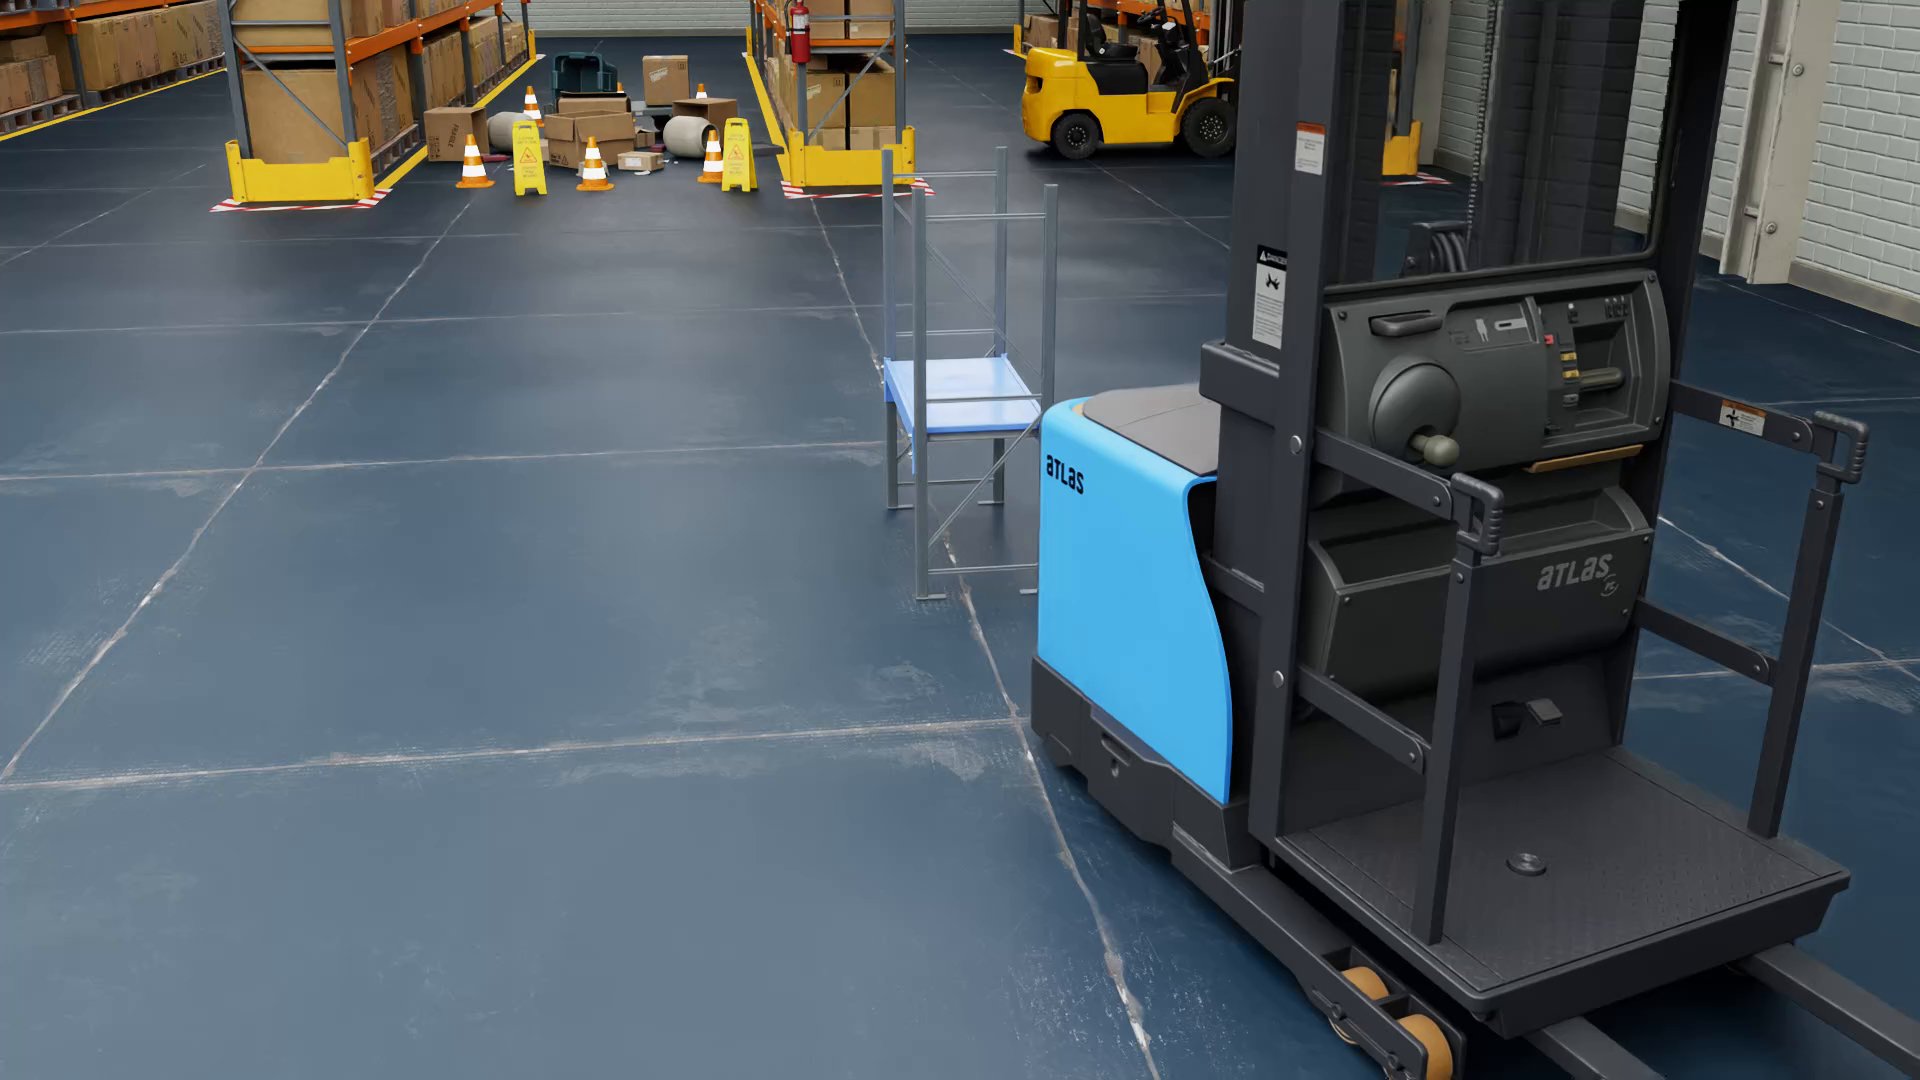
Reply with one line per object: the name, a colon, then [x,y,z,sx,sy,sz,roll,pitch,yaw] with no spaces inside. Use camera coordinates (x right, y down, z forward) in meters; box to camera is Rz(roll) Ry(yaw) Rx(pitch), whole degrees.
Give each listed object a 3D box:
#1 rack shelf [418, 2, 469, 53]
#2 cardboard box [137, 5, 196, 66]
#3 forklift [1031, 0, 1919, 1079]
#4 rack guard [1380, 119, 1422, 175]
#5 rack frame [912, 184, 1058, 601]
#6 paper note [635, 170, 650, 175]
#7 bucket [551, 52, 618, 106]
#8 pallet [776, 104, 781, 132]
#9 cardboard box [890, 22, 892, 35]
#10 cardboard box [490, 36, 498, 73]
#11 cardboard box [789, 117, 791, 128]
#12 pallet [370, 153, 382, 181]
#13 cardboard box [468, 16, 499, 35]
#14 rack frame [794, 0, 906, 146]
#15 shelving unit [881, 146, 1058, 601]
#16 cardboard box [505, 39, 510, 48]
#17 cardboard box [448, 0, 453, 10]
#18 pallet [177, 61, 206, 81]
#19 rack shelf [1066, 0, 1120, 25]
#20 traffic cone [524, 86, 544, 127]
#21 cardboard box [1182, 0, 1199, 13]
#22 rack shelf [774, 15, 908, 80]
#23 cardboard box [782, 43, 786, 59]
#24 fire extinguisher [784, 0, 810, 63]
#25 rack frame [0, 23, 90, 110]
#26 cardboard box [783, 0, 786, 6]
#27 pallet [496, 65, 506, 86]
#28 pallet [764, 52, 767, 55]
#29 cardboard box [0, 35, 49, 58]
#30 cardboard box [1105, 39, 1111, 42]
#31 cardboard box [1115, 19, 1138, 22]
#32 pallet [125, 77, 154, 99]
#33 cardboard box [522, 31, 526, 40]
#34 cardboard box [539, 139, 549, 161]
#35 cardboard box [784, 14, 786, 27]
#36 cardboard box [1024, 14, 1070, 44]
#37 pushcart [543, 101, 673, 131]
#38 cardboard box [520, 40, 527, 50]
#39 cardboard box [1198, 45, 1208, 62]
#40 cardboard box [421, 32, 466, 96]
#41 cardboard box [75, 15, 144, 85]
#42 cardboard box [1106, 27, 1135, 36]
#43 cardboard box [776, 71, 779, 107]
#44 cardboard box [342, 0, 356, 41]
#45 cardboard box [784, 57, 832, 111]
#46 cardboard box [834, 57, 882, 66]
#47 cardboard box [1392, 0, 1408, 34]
rack shelf: [-6.760,-6.235,20.151,1.077,0.370,4.000,-3,21,-8]
cardboard box: [-12.563,-7.868,25.932,0.875,0.875,0.875,-3,21,-8]
forklift: [1.302,-0.364,3.502,1.130,2.935,3.031,-9,22,-24]
rack guard: [3.904,-3.852,16.314,1.175,0.500,0.348,-3,21,-8]
rack frame: [0.086,-0.497,5.903,0.500,1.500,0.032,-3,21,-8]
paper note: [-3.117,-3.615,16.352,0.148,0.019,0.142,-11,23,-26]
bucket: [-4.170,-5.127,18.663,0.726,0.611,0.620,4,11,11]
pallet: [-1.701,-5.127,20.143,1.003,0.211,1.213,-3,21,-8]
cardboard box: [-0.864,-4.972,16.101,0.380,0.149,0.250,-4,21,-9]
cardboard box: [-7.195,-7.254,24.823,0.500,0.500,0.500,-3,21,-9]
cardboard box: [-1.461,-4.134,16.827,0.500,0.250,0.500,-3,21,-8]
pallet: [-6.088,-3.461,15.682,1.003,0.211,1.213,-3,21,-8]
cardboard box: [-7.267,-7.781,25.163,0.500,0.250,0.500,-3,21,-9]
rack frame: [-1.011,-4.779,15.225,1.000,3.000,0.127,-3,21,-8]
shelving unit: [0.012,-0.673,6.375,0.538,1.500,1.048,-3,21,-8]
cardboard box: [-7.609,-8.147,27.292,0.380,0.149,0.250,-2,21,-5]
cardboard box: [-6.575,-6.823,20.554,0.500,0.500,0.500,-3,21,-9]
pallet: [-12.580,-7.395,26.214,1.003,0.211,1.213,-3,21,-8]
rack shelf: [2.459,-8.156,25.295,1.077,0.370,4.000,-3,21,-8]
traffic cone: [-5.171,-5.232,20.062,0.336,0.463,0.334,-3,21,-8]
cardboard box: [2.992,-6.507,20.065,0.500,0.250,0.500,-2,21,-7]
rack shelf: [-1.299,-5.135,17.205,1.077,0.370,4.000,-3,21,-8]
cardboard box: [-1.694,-5.193,17.663,0.380,0.149,0.250,-2,21,-5]
fire extinguisher: [-1.451,-4.680,15.070,0.296,0.674,0.183,-3,21,-8]
rack frame: [-11.971,-7.049,21.303,1.000,3.000,0.127,-3,21,-8]
cardboard box: [-1.498,-5.486,16.551,0.500,0.500,0.500,-3,21,-8]
pallet: [-7.511,-7.074,25.353,1.003,0.211,1.213,-3,21,-8]
pallet: [-2.952,-8.318,28.686,1.003,0.211,1.213,-3,21,-8]
cardboard box: [-11.845,-6.205,20.915,0.500,0.250,0.500,-2,21,-6]
cardboard box: [2.411,-7.136,24.507,0.500,0.500,0.500,-3,21,-9]
cardboard box: [2.659,-8.141,26.270,0.380,0.149,0.250,-4,21,-10]
pallet: [-12.182,-6.441,23.660,1.003,0.211,1.213,-3,21,-8]
cardboard box: [-7.843,-8.867,29.218,0.380,0.149,0.250,-3,21,-9]
cardboard box: [-4.401,-4.096,17.305,0.396,0.266,0.258,1,20,2]
cardboard box: [-1.621,-5.392,17.225,0.380,0.149,0.250,-3,21,-8]
cardboard box: [1.588,-9.381,30.514,0.797,0.503,0.637,-4,21,-10]
pushcart: [-3.837,-4.803,19.038,1.648,0.377,0.936,-11,23,-26]
cardboard box: [-7.782,-8.640,29.036,0.380,0.149,0.250,-2,21,-6]
cardboard box: [3.083,-5.610,19.349,0.500,0.250,0.500,-3,21,-9]
cardboard box: [-7.049,-6.192,21.623,1.050,0.750,0.750,-3,21,-8]
cardboard box: [-12.171,-6.800,23.071,1.225,0.875,0.875,-3,21,-8]
cardboard box: [2.361,-7.475,24.488,0.380,0.149,0.250,-4,21,-10]
cardboard box: [-1.773,-5.560,20.471,0.950,0.372,0.625,-2,21,-4]
cardboard box: [-6.094,-4.880,15.281,0.875,0.550,0.550,-3,21,-8]
cardboard box: [-1.608,-4.842,17.651,0.500,0.500,0.500,-2,21,-5]
cardboard box: [-1.087,-4.880,17.753,0.500,0.500,0.500,-2,21,-5]
cardboard box: [4.104,-5.263,16.378,0.500,0.500,0.500,-2,21,-6]
